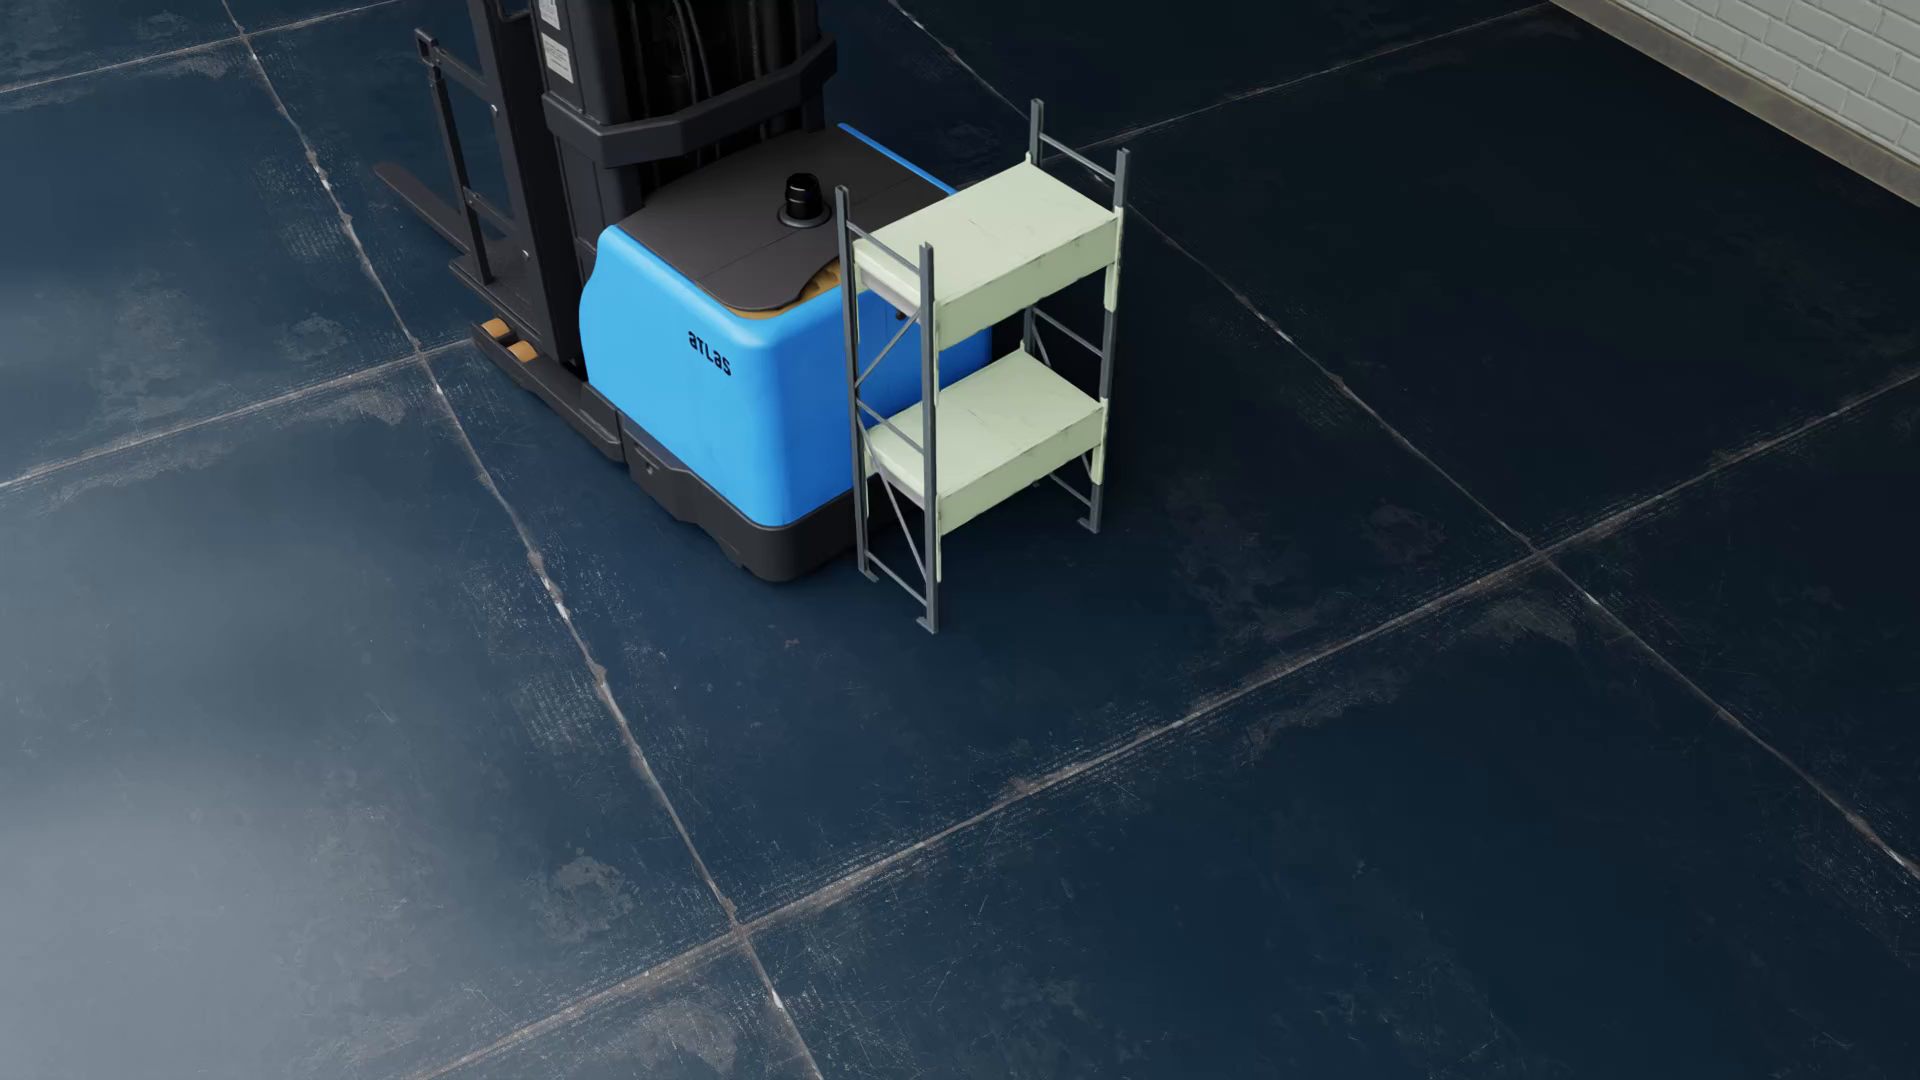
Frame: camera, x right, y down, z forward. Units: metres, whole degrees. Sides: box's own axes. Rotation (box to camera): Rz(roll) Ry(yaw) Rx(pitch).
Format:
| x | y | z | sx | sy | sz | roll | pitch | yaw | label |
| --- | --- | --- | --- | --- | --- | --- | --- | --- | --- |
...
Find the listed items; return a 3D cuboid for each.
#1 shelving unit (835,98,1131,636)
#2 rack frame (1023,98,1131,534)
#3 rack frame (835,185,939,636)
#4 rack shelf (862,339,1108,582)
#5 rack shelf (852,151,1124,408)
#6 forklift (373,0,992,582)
| x | y | z | sx | sy | sz | roll | pitch | yaw | label |
| --- | --- | --- | --- | --- | --- | --- | --- | --- | --- |
| 0.071 | -0.503 | 5.191 | 0.755 | 1.500 | 0.431 | -31 | 52 | -28 | shelving unit |
| 0.349 | -0.668 | 5.362 | 0.023 | 1.500 | 0.400 | -31 | 52 | -28 | rack frame |
| -0.207 | -0.337 | 5.020 | 0.023 | 1.500 | 0.400 | -31 | 52 | -28 | rack frame |
| 0.071 | -0.269 | 5.418 | 0.720 | 0.370 | 0.431 | -31 | 52 | -28 | rack shelf |
| 0.071 | -0.783 | 4.919 | 0.720 | 0.370 | 0.431 | -31 | 52 | -28 | rack shelf |
| -1.235 | -1.857 | 5.559 | 1.130 | 2.935 | 3.031 | -32 | 53 | -29 | forklift |
